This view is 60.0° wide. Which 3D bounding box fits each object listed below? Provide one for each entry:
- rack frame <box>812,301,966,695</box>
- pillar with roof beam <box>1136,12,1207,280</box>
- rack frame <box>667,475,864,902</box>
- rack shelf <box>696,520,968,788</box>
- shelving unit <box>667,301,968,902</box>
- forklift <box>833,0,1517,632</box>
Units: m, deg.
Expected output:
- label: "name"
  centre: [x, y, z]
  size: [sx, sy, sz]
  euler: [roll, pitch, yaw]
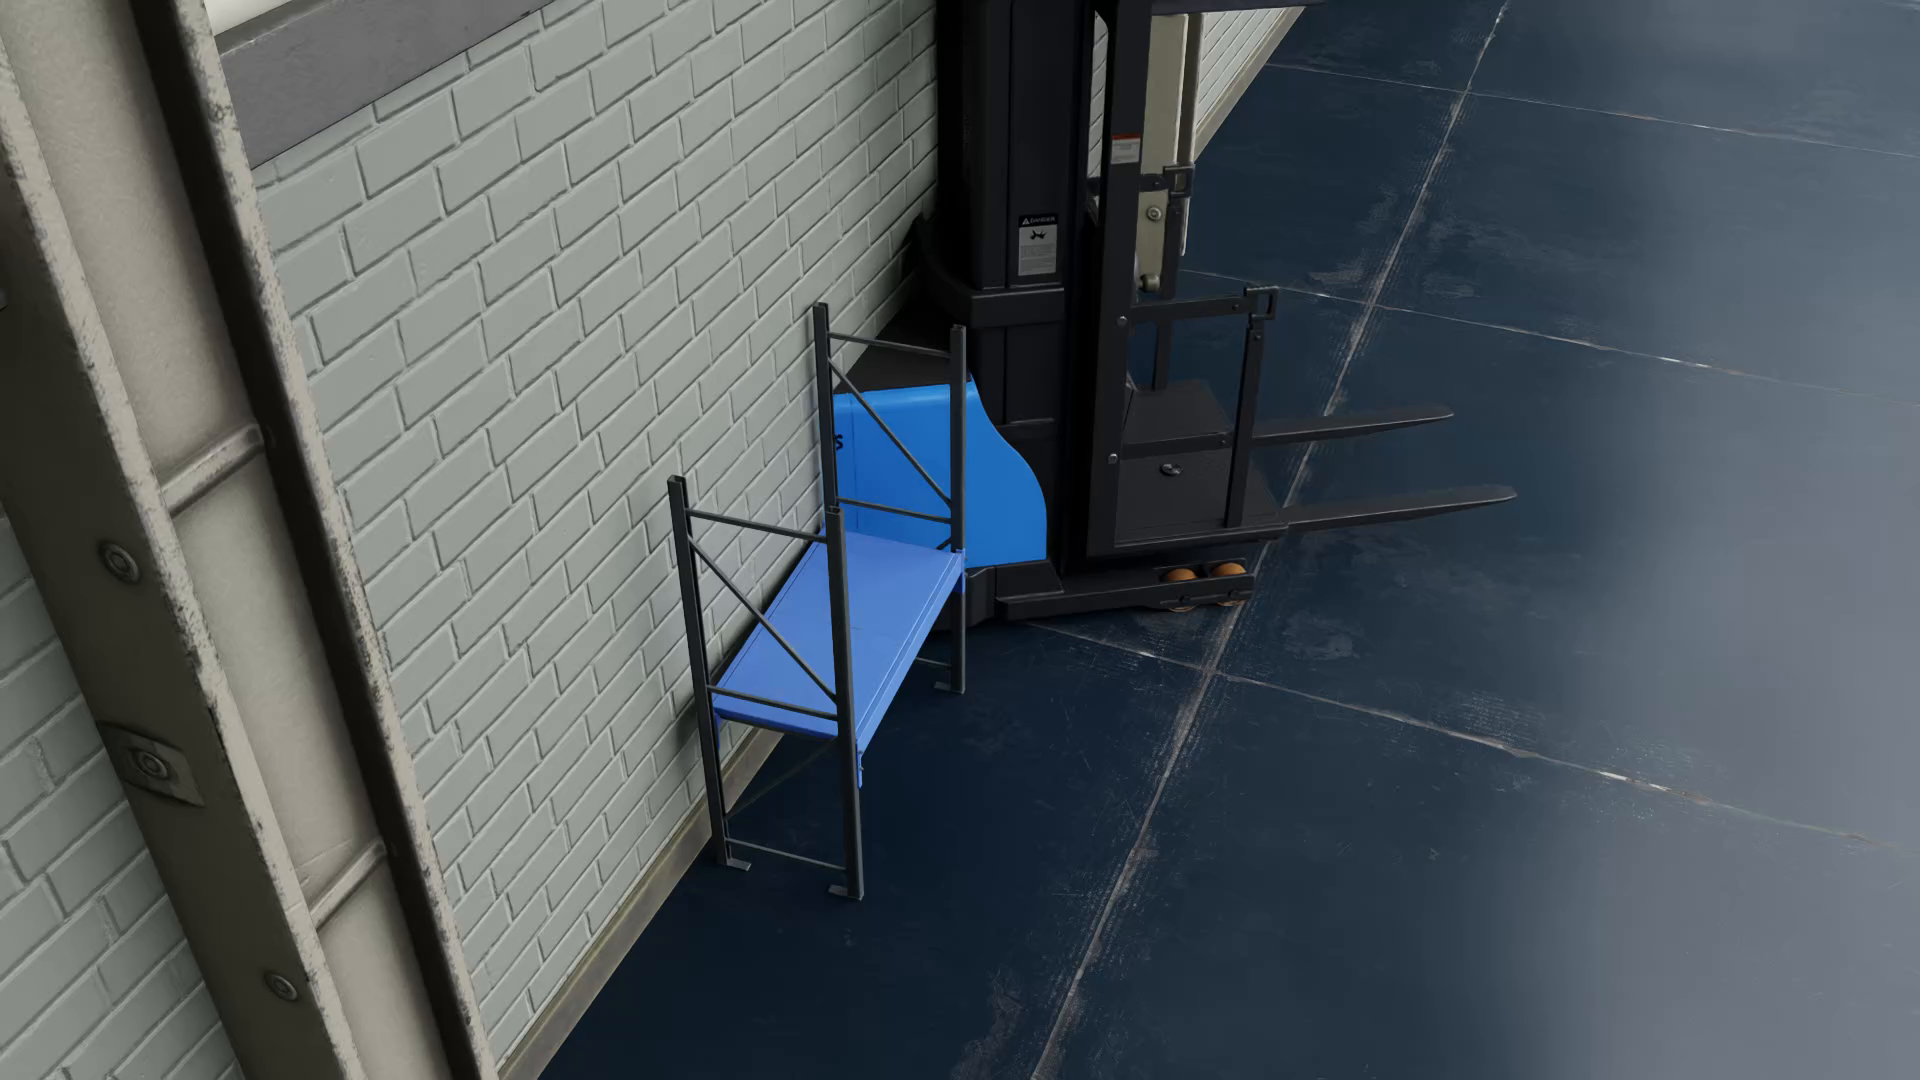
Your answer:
- label: "rack frame"
  centre: [-0.223, -0.097, 5.628]
  size: [0.500, 1.500, 0.032]
  euler: [11, 38, 15]
- label: "pillar with roof beam"
  centre: [4.954, -4.072, 4.682]
  size: [9.100, 9.000, 0.400]
  euler: [14, 39, 18]
- label: "rack frame"
  centre: [-0.545, 0.480, 4.855]
  size: [0.500, 1.500, 0.032]
  euler: [11, 38, 15]
- label: "rack shelf"
  centre: [-0.384, 0.335, 5.349]
  size: [0.538, 0.185, 1.000]
  euler: [11, 38, 15]
- label: "shelving unit"
  centre: [-0.384, 0.191, 5.241]
  size: [0.538, 1.500, 1.048]
  euler: [11, 38, 15]
- label: "forklift"
  centre: [0.669, -1.203, 5.911]
  size: [3.031, 2.935, 1.130]
  euler: [-6, 37, -8]
